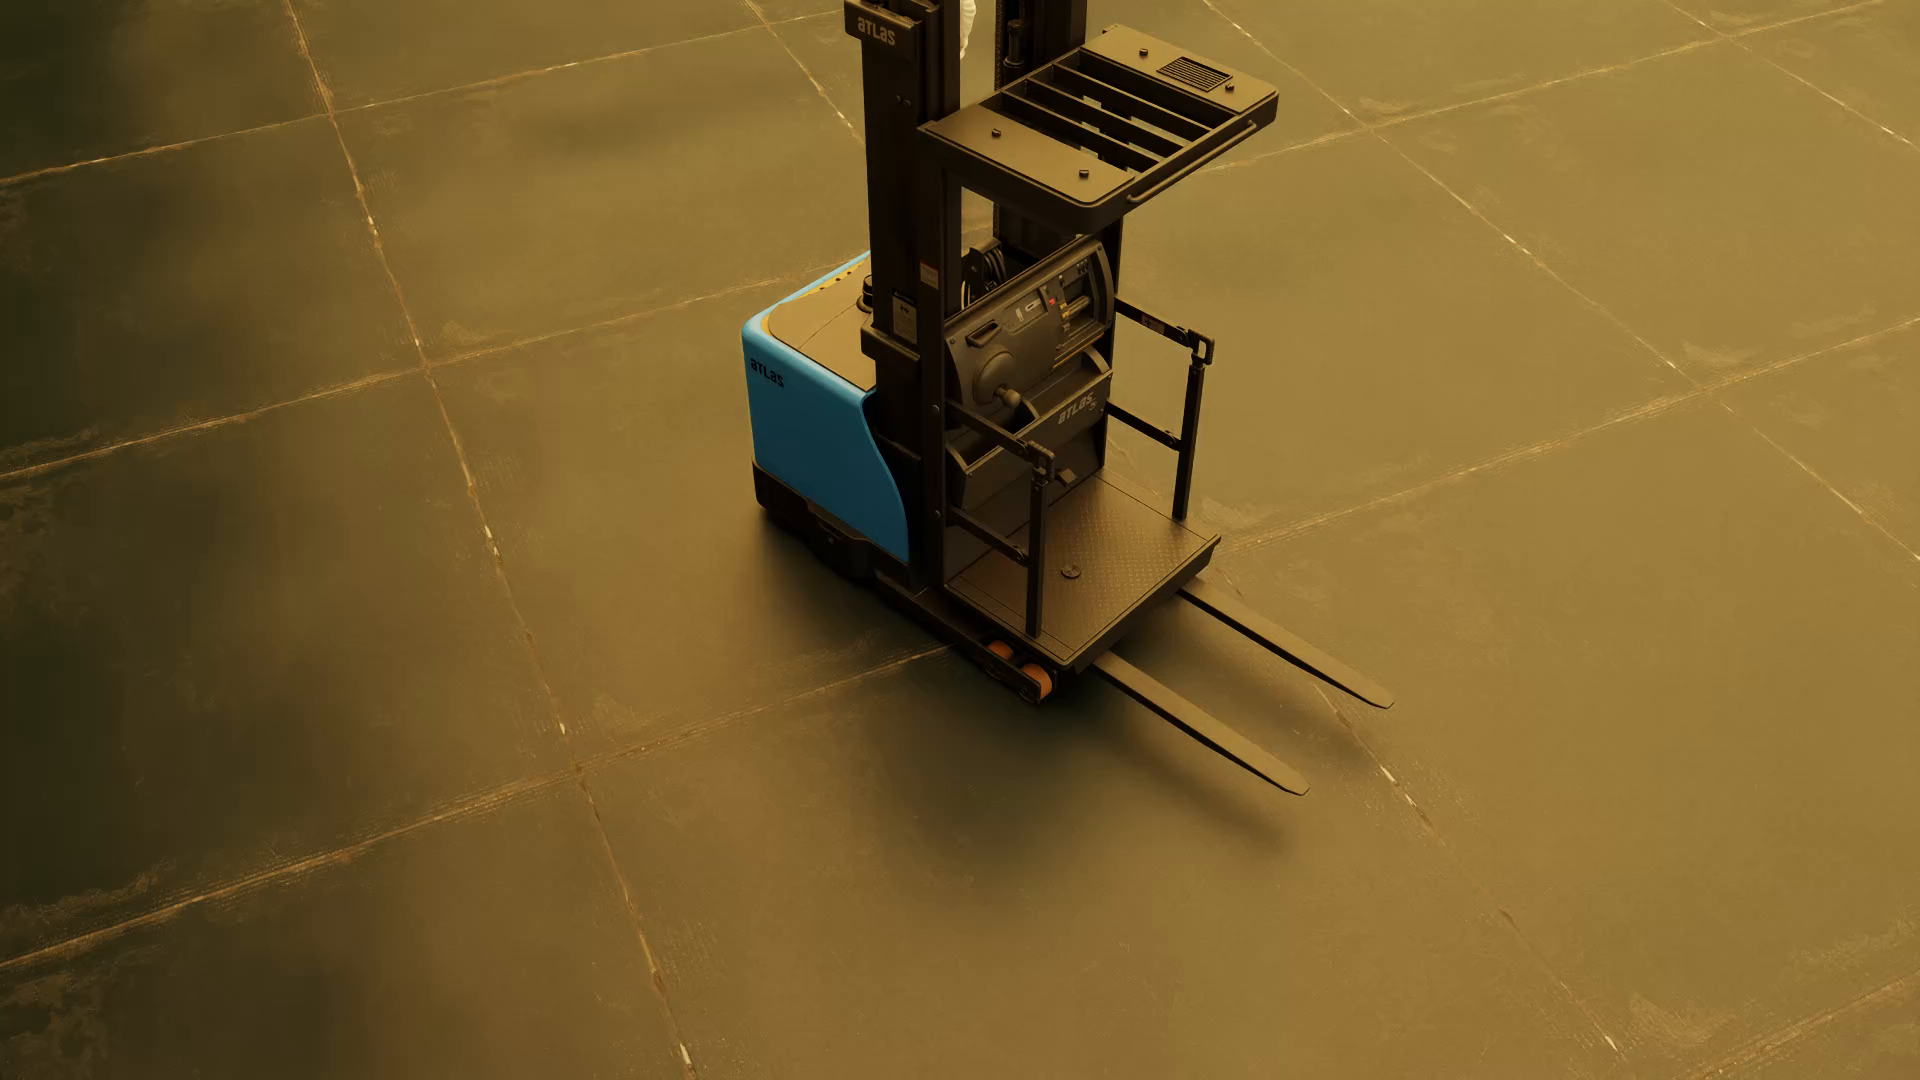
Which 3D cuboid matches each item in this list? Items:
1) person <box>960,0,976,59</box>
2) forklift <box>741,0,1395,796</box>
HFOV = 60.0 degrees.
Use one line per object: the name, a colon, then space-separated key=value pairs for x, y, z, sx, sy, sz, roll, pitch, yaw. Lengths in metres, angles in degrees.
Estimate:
person: x=-0.211 y=-2.855 z=9.635 sx=0.588 sy=1.696 sz=0.533 roll=-21 pitch=47 yaw=-21
forklift: x=0.445 y=-0.788 z=6.525 sx=3.031 sy=2.935 sz=1.130 roll=32 pitch=52 yaw=30
